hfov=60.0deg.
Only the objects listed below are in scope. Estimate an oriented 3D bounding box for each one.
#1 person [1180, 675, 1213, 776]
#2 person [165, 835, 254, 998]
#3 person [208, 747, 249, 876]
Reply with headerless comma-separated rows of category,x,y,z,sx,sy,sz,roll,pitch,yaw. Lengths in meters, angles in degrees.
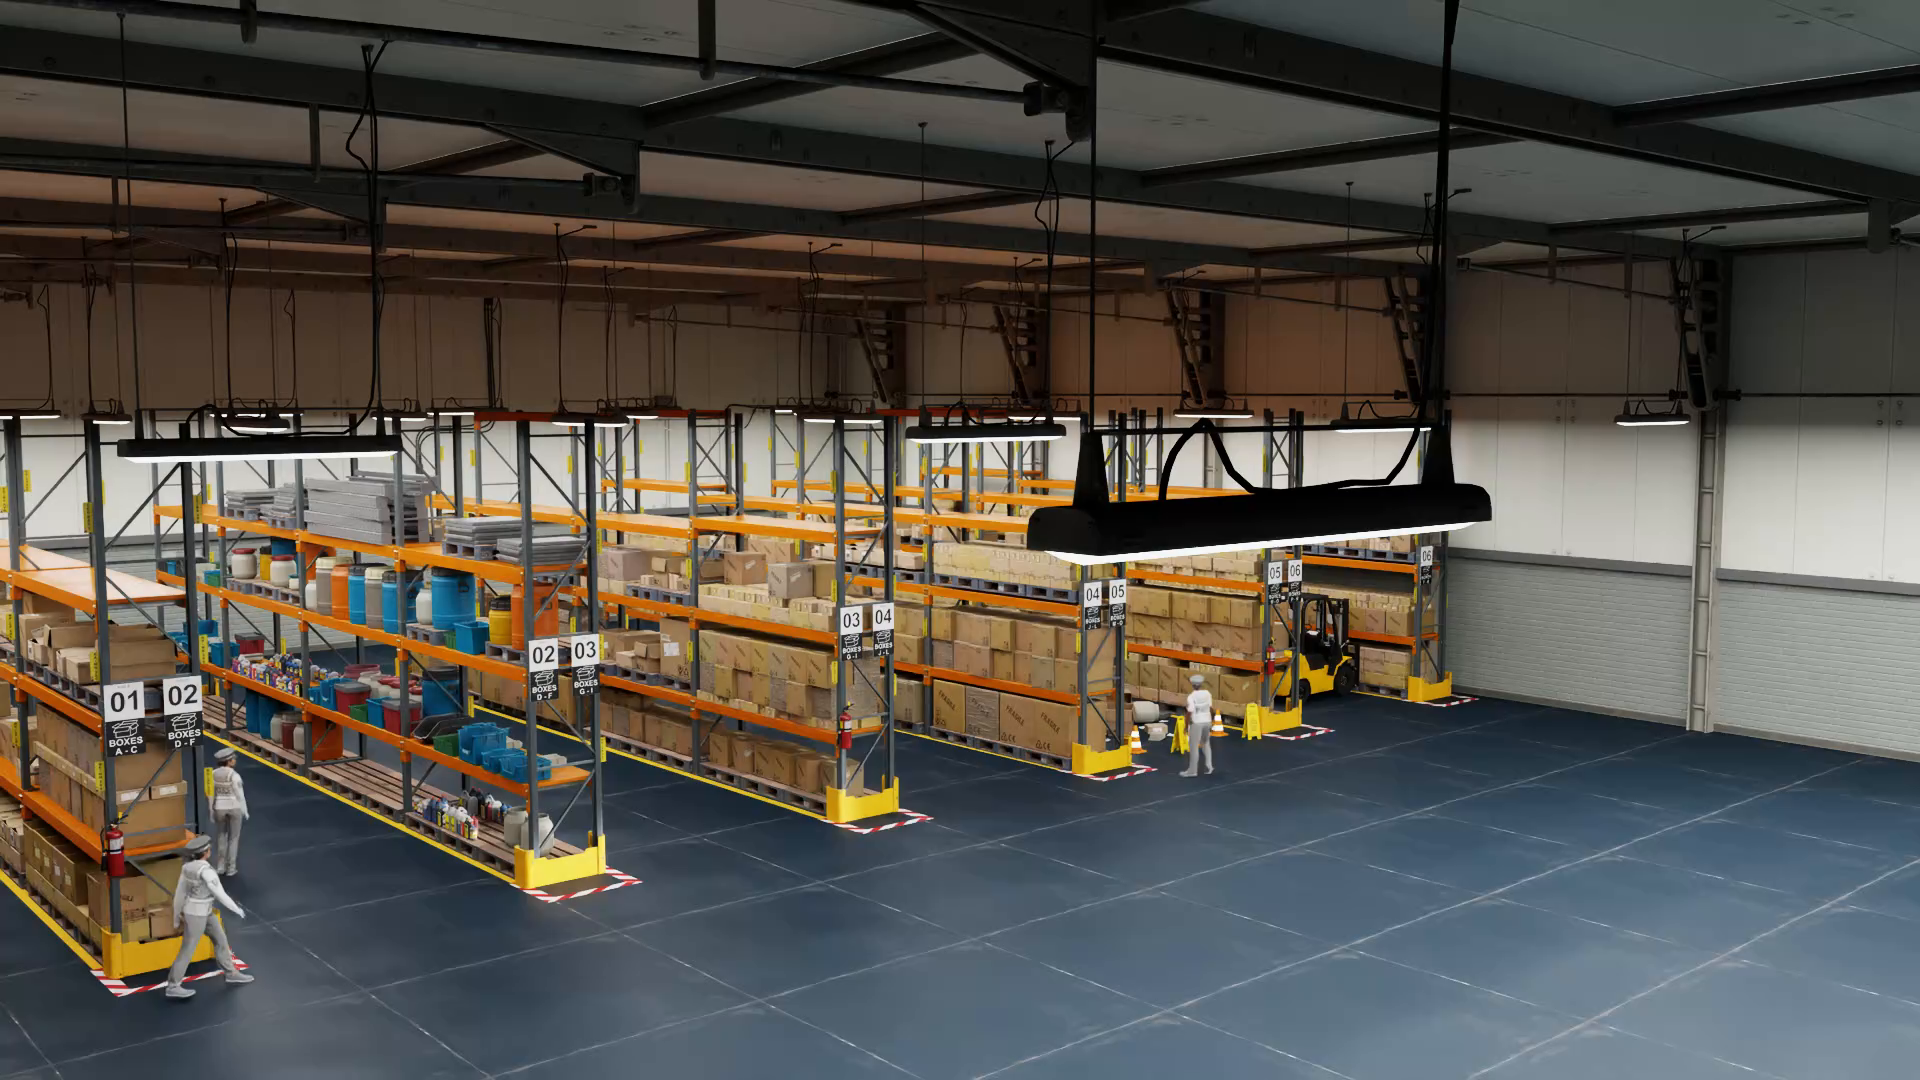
person,3.974,3.080,27.569,0.580,1.704,0.371,-3,6,-30
person,-7.932,3.936,17.520,0.849,1.652,0.440,-2,5,-24
person,-9.619,3.563,21.869,0.503,1.700,0.418,-1,5,-6
